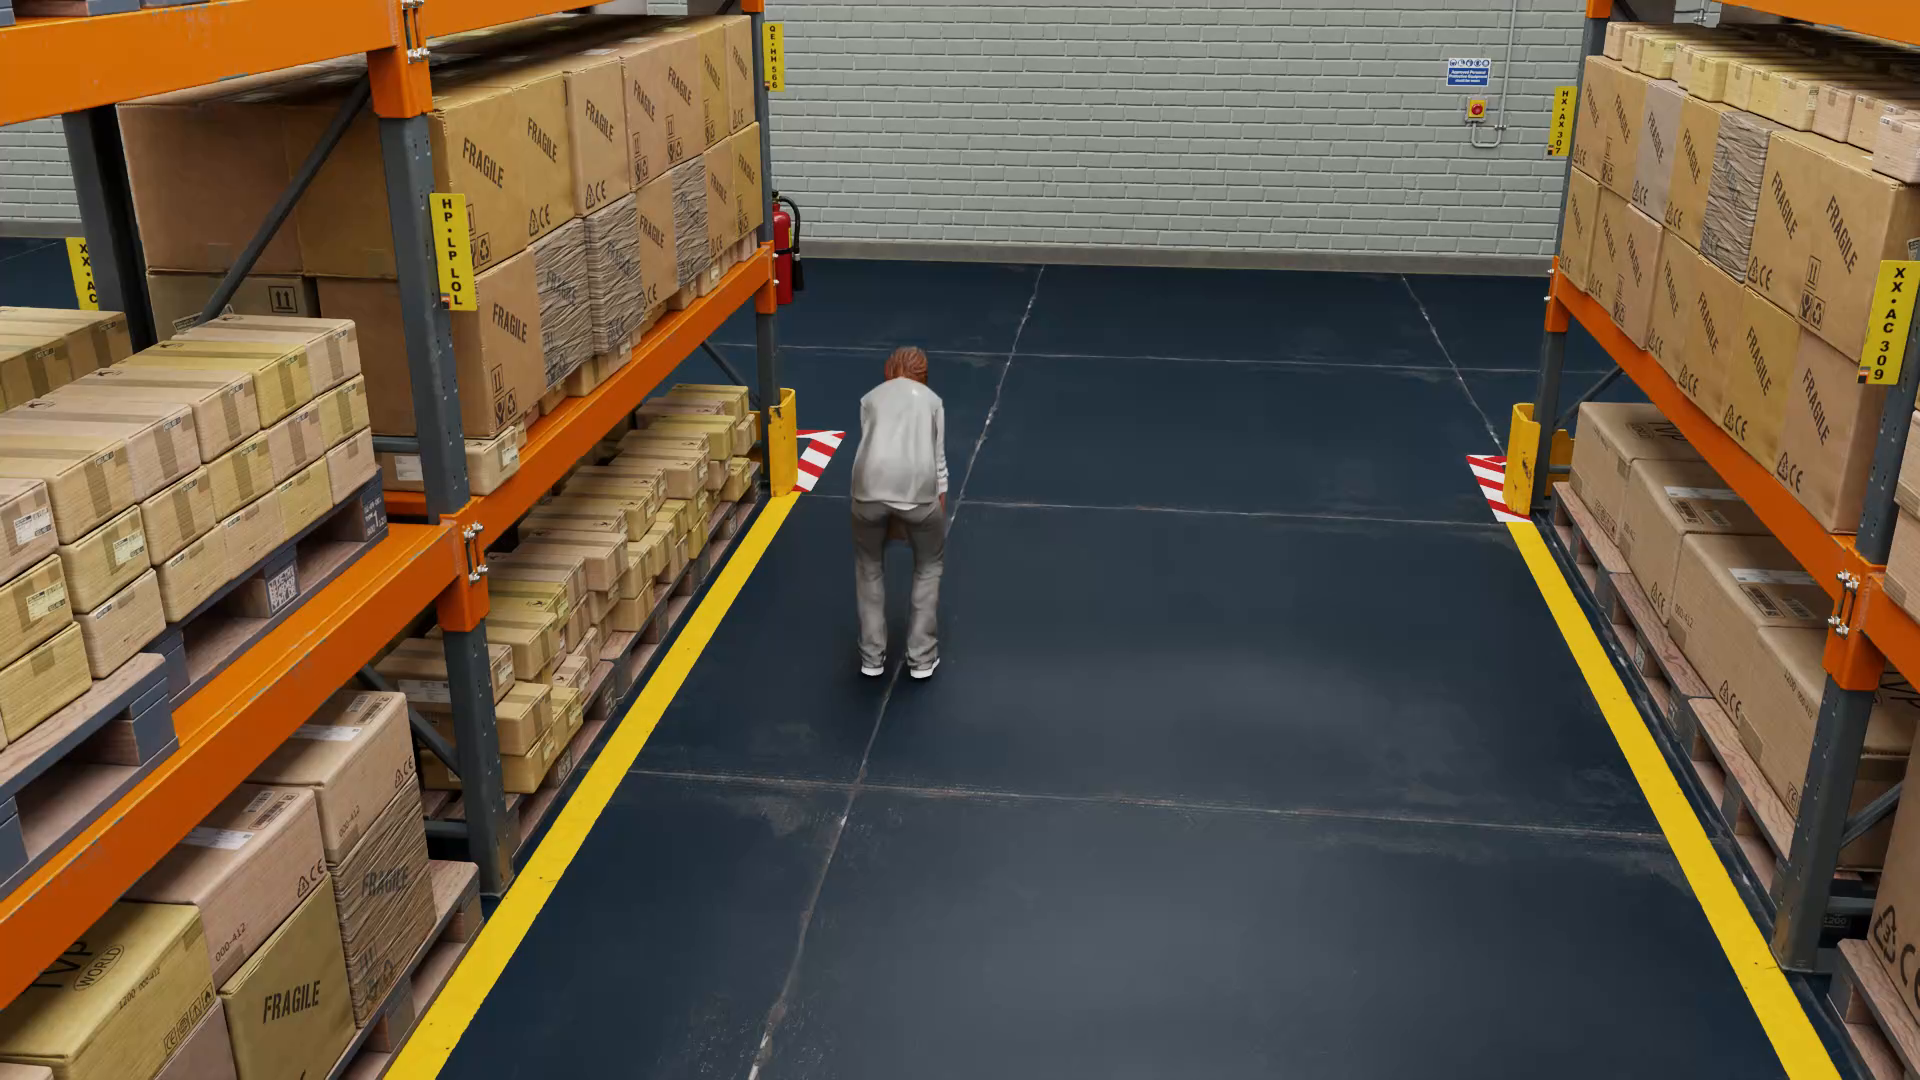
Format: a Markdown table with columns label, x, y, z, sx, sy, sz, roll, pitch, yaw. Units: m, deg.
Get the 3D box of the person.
| label | x | y | z | sx | sy | sz | roll | pitch | yaw |
| --- | --- | --- | --- | --- | --- | --- | --- | --- | --- |
| person | -0.237 | -0.112 | 6.876 | 0.380 | 1.240 | 0.810 | 2 | 22 | 4 |
